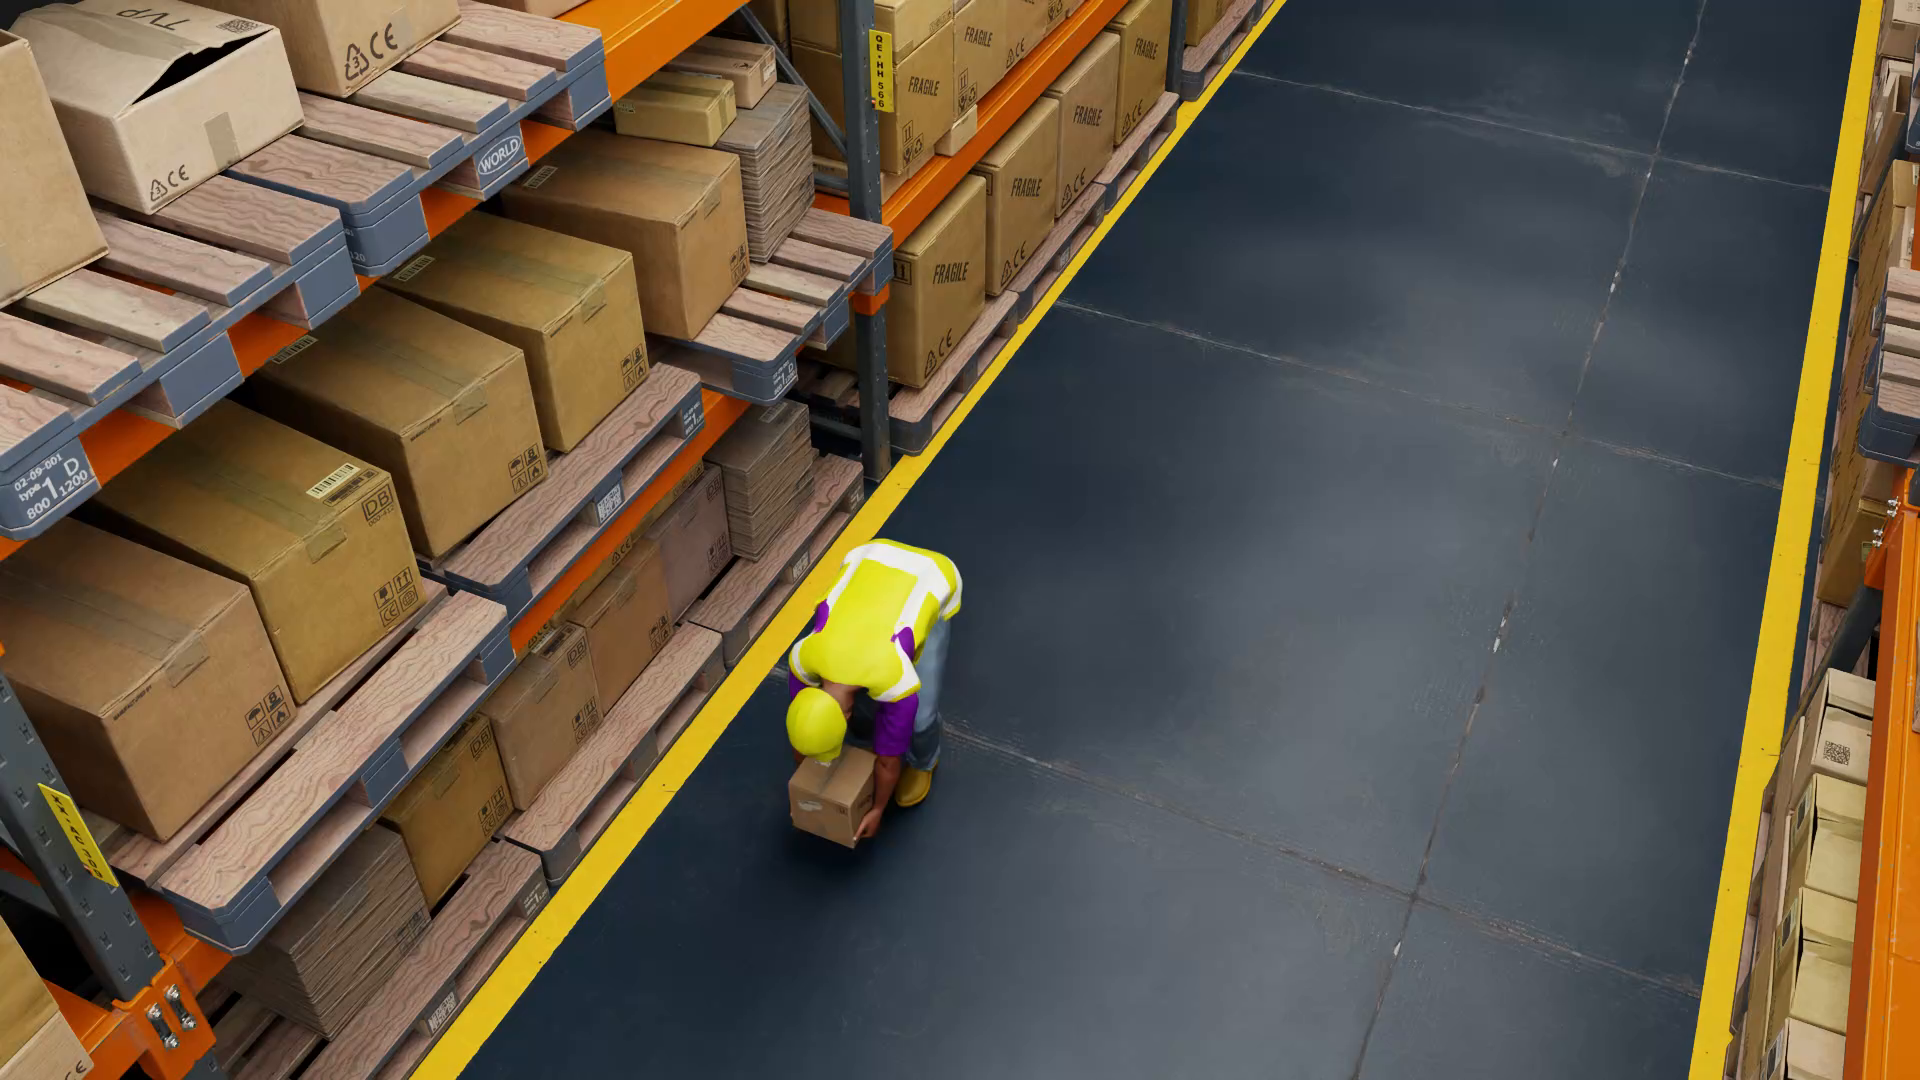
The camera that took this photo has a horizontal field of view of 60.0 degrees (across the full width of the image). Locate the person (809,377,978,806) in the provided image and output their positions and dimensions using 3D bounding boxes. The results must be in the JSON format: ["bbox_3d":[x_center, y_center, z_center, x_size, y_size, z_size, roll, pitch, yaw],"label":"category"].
[{"bbox_3d":[-0.252,0.250,5.867,0.503,1.761,0.587,18,45,19],"label":"person"}]
